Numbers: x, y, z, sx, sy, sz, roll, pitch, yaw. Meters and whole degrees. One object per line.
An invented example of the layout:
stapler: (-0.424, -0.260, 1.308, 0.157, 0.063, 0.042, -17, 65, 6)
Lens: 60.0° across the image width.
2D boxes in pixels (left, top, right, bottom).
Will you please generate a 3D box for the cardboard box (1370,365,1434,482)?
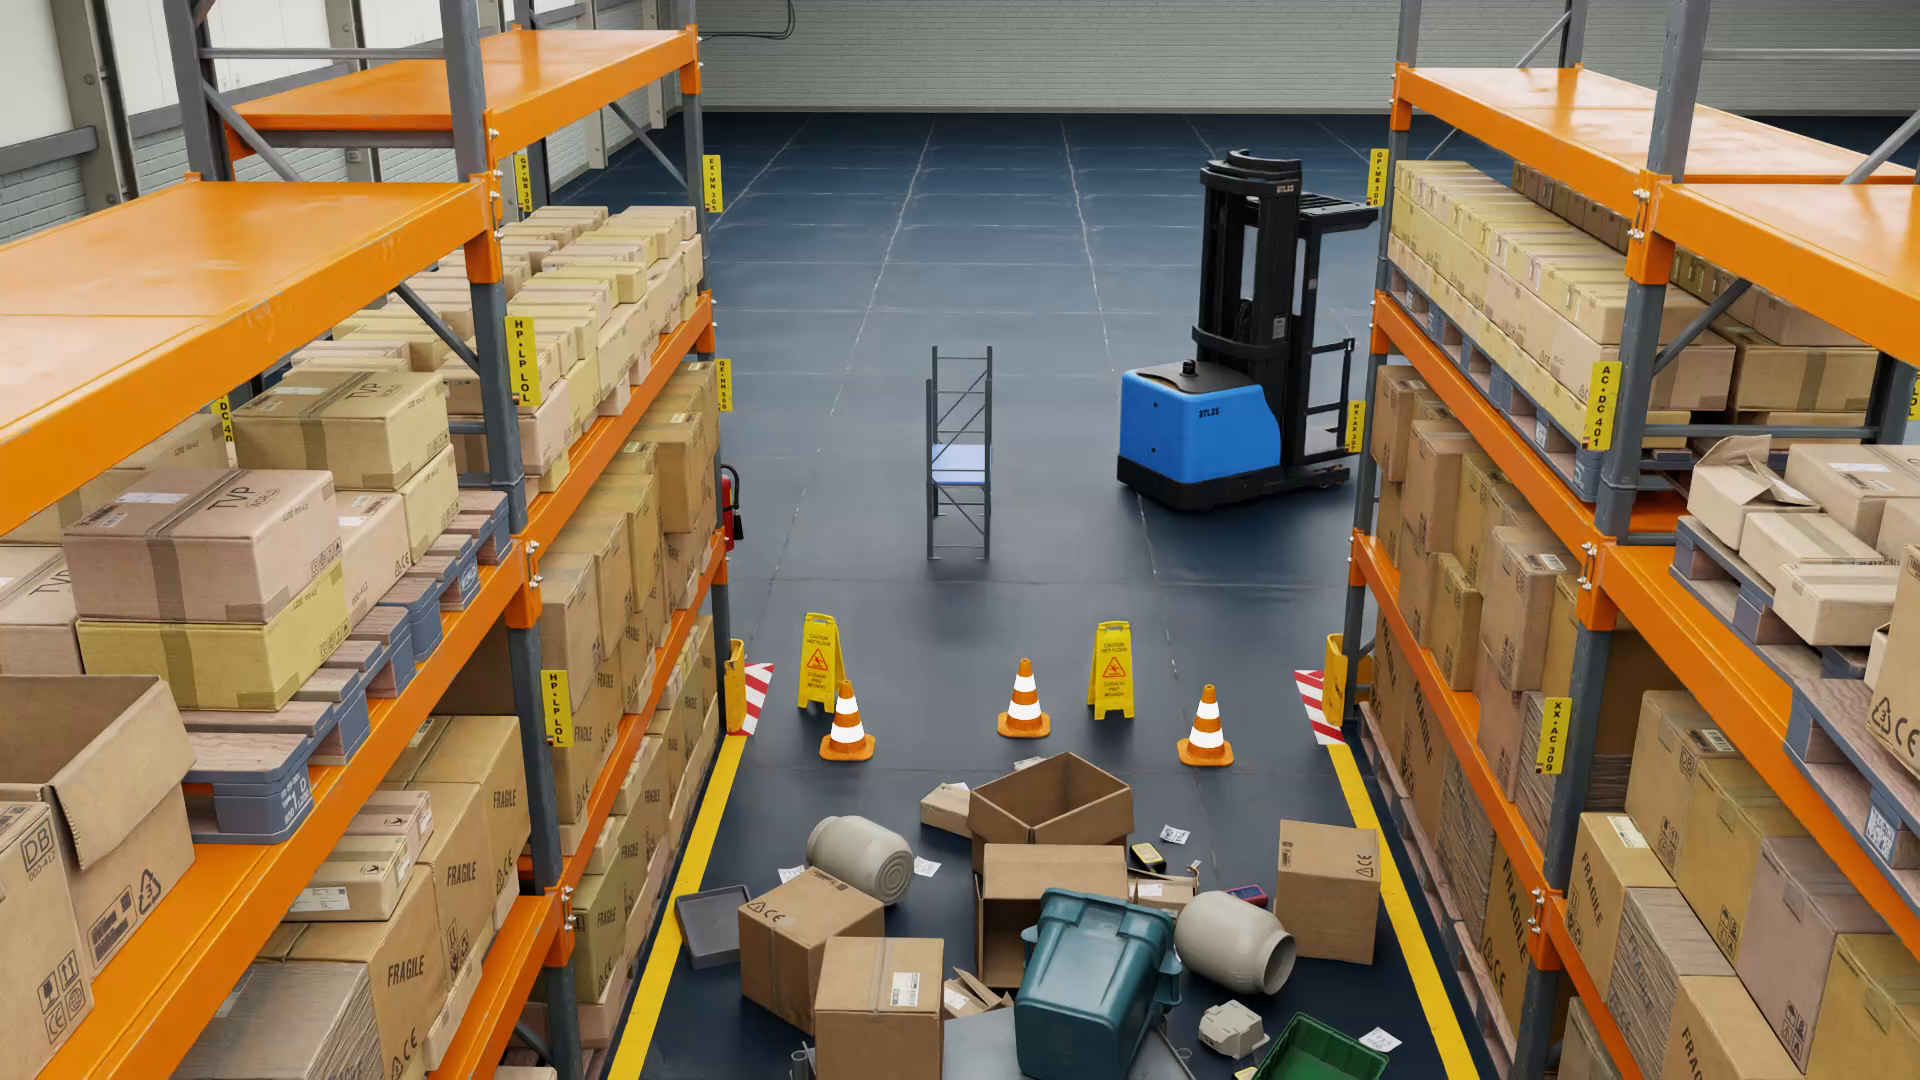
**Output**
cardboard box: (2.917, -0.683, 9.735, 0.875, 0.550, 0.550, 1, 21, 2)

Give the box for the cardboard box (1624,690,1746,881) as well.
cardboard box: (2.836, 0.870, 5.913, 0.700, 0.500, 0.500, 0, 21, 1)

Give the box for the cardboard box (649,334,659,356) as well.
cardboard box: (-1.766, -1.043, 8.564, 0.380, 0.149, 0.250, 0, 21, 1)

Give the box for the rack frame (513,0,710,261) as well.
rack frame: (-1.984, -3.058, 9.263, 1.000, 3.000, 0.127, 1, 21, 2)

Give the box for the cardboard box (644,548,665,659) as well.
cardboard box: (-1.798, 0.298, 8.359, 0.500, 0.500, 0.500, 1, 21, 2)

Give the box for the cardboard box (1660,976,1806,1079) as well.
cardboard box: (2.528, 1.707, 5.138, 0.500, 0.500, 0.500, 1, 21, 1)

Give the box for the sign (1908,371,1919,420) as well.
sign: (3.388, -0.581, 5.876, 0.100, 0.325, 0.005, 1, 21, 2)

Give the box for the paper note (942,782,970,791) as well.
paper note: (-0.023, 1.487, 9.948, 0.148, 0.019, 0.142, -7, 22, -17)

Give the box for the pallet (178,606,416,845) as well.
pallet: (-2.259, 0.471, 4.574, 1.213, 0.211, 1.003, 1, 21, 2)

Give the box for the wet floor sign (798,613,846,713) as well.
wet floor sign: (-0.908, 0.780, 10.921, 0.267, 0.644, 0.232, 8, 23, 20)

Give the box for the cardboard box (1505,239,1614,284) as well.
cardboard box: (2.568, -1.194, 7.133, 0.380, 0.149, 0.250, 1, 21, 2)

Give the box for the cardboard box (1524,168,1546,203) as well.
cardboard box: (3.287, -1.923, 9.011, 0.380, 0.149, 0.250, 1, 21, 2)

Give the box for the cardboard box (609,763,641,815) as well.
cardboard box: (-1.740, 1.179, 7.925, 0.380, 0.149, 0.250, 1, 21, 4)

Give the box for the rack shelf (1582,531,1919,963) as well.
rack shelf: (2.785, 0.863, 4.299, 1.077, 0.370, 4.000, 1, 21, 2)

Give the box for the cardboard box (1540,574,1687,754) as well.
cardboard box: (2.891, 0.497, 6.695, 0.875, 0.550, 0.550, 1, 21, 2)

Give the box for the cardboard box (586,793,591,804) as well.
cardboard box: (-1.819, 1.100, 7.188, 0.380, 0.149, 0.250, 1, 21, 3)

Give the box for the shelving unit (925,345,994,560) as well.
shelving unit: (0.003, -0.730, 13.631, 0.538, 1.500, 1.048, 1, 21, 2)

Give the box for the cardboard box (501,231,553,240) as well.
cardboard box: (-2.341, -1.517, 8.683, 0.380, 0.149, 0.250, 1, 21, 1)

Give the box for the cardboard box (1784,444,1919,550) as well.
cardboard box: (2.984, -0.111, 5.303, 0.500, 0.250, 0.500, 1, 21, 2)

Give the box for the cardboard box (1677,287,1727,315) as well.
cardboard box: (3.154, -0.863, 6.830, 0.500, 0.250, 0.500, 0, 21, 1)

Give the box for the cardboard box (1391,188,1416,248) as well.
cardboard box: (2.696, -1.781, 9.197, 0.500, 0.250, 0.500, 1, 21, 2)

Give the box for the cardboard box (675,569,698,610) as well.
cardboard box: (-1.685, 0.272, 9.321, 0.380, 0.149, 0.250, 1, 21, 3)

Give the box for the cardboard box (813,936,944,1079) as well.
cardboard box: (-0.325, 2.006, 6.914, 0.500, 0.500, 0.500, 1, 21, 2)

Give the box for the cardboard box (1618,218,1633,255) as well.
cardboard box: (3.243, -1.370, 7.587, 0.380, 0.149, 0.250, 1, 21, 1)

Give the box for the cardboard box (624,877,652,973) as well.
cardboard box: (-1.812, 1.868, 8.082, 0.500, 0.250, 0.500, 2, 21, 5)

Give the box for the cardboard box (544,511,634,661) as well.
cardboard box: (-1.838, 0.193, 7.248, 0.700, 0.500, 0.500, 1, 21, 2)

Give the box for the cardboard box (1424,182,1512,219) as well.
cardboard box: (2.614, -1.747, 8.557, 0.380, 0.149, 0.250, 1, 21, 2)

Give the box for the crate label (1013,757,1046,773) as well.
crate label: (0.451, 1.417, 9.980, 0.250, 0.136, 0.298, -11, 24, -26)

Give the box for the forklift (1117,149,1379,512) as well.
forklift: (2.949, -1.982, 14.880, 3.031, 2.935, 1.130, -12, 24, -29)

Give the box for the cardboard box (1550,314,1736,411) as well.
cardboard box: (2.604, -0.687, 6.378, 0.500, 0.250, 0.500, 0, 21, 1)

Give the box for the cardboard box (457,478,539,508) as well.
cardboard box: (-1.848, -0.207, 6.410, 0.380, 0.149, 0.250, 0, 21, 1)

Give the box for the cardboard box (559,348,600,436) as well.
cardboard box: (-1.812, -0.625, 6.935, 0.500, 0.250, 0.500, 0, 21, 1)

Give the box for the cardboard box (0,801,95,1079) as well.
cardboard box: (-2.188, 0.844, 3.216, 0.700, 0.500, 0.500, 1, 21, 2)

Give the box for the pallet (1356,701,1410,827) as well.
pallet: (3.021, 1.347, 10.059, 1.003, 0.211, 1.213, 1, 21, 2)

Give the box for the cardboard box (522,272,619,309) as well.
cardboard box: (-1.805, -1.141, 7.715, 0.380, 0.149, 0.250, 1, 21, 3)

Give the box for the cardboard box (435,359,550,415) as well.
cardboard box: (-1.769, -0.578, 6.264, 0.380, 0.149, 0.250, 0, 21, 1)

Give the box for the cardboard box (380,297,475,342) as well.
cardboard box: (-2.298, -0.962, 7.252, 0.380, 0.149, 0.250, 0, 21, 1)

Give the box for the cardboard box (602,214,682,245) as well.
cardboard box: (-1.745, -1.696, 9.144, 0.380, 0.149, 0.250, 1, 21, 3)

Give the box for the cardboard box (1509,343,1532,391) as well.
cardboard box: (2.559, -0.733, 7.046, 0.380, 0.149, 0.250, 1, 21, 2)

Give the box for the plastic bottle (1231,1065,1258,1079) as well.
plastic bottle: (1.345, 2.457, 7.407, 0.133, 0.061, 0.283, -11, 24, -26)

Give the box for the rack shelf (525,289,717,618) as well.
rack shelf: (-2.044, -0.601, 8.072, 1.077, 0.370, 4.000, 1, 21, 2)

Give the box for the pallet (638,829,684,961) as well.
pallet: (-2.086, 1.800, 8.892, 1.003, 0.211, 1.213, 1, 21, 2)

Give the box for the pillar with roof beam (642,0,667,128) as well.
pillar with roof beam: (-2.652, -13.669, 36.611, 9.100, 9.000, 0.400, 1, 21, 2)

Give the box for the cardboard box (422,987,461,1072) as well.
cardboard box: (-1.847, 1.577, 5.379, 0.380, 0.149, 0.250, 1, 21, 2)

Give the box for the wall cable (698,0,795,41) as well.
wall cable: (-5.543, -13.319, 40.002, 3.097, 2.526, 0.112, 1, 21, 2)

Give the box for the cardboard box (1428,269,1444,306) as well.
cardboard box: (2.606, -1.281, 8.460, 0.380, 0.149, 0.250, 1, 21, 2)

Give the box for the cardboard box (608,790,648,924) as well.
cardboard box: (-1.813, 1.518, 7.948, 0.500, 0.500, 0.500, 1, 21, 4)

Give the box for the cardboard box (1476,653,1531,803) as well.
cardboard box: (2.839, 0.801, 7.405, 0.875, 0.550, 0.550, 1, 21, 2)

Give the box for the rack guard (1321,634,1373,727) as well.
rack guard: (2.968, 0.914, 10.777, 1.175, 0.500, 0.348, 1, 21, 2)

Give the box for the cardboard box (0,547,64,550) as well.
cardboard box: (-2.538, 0.051, 5.024, 0.500, 0.250, 0.500, 0, 21, 1)

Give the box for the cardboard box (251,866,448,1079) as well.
cardboard box: (-1.925, 1.339, 5.093, 0.500, 0.500, 0.500, 1, 21, 3)
